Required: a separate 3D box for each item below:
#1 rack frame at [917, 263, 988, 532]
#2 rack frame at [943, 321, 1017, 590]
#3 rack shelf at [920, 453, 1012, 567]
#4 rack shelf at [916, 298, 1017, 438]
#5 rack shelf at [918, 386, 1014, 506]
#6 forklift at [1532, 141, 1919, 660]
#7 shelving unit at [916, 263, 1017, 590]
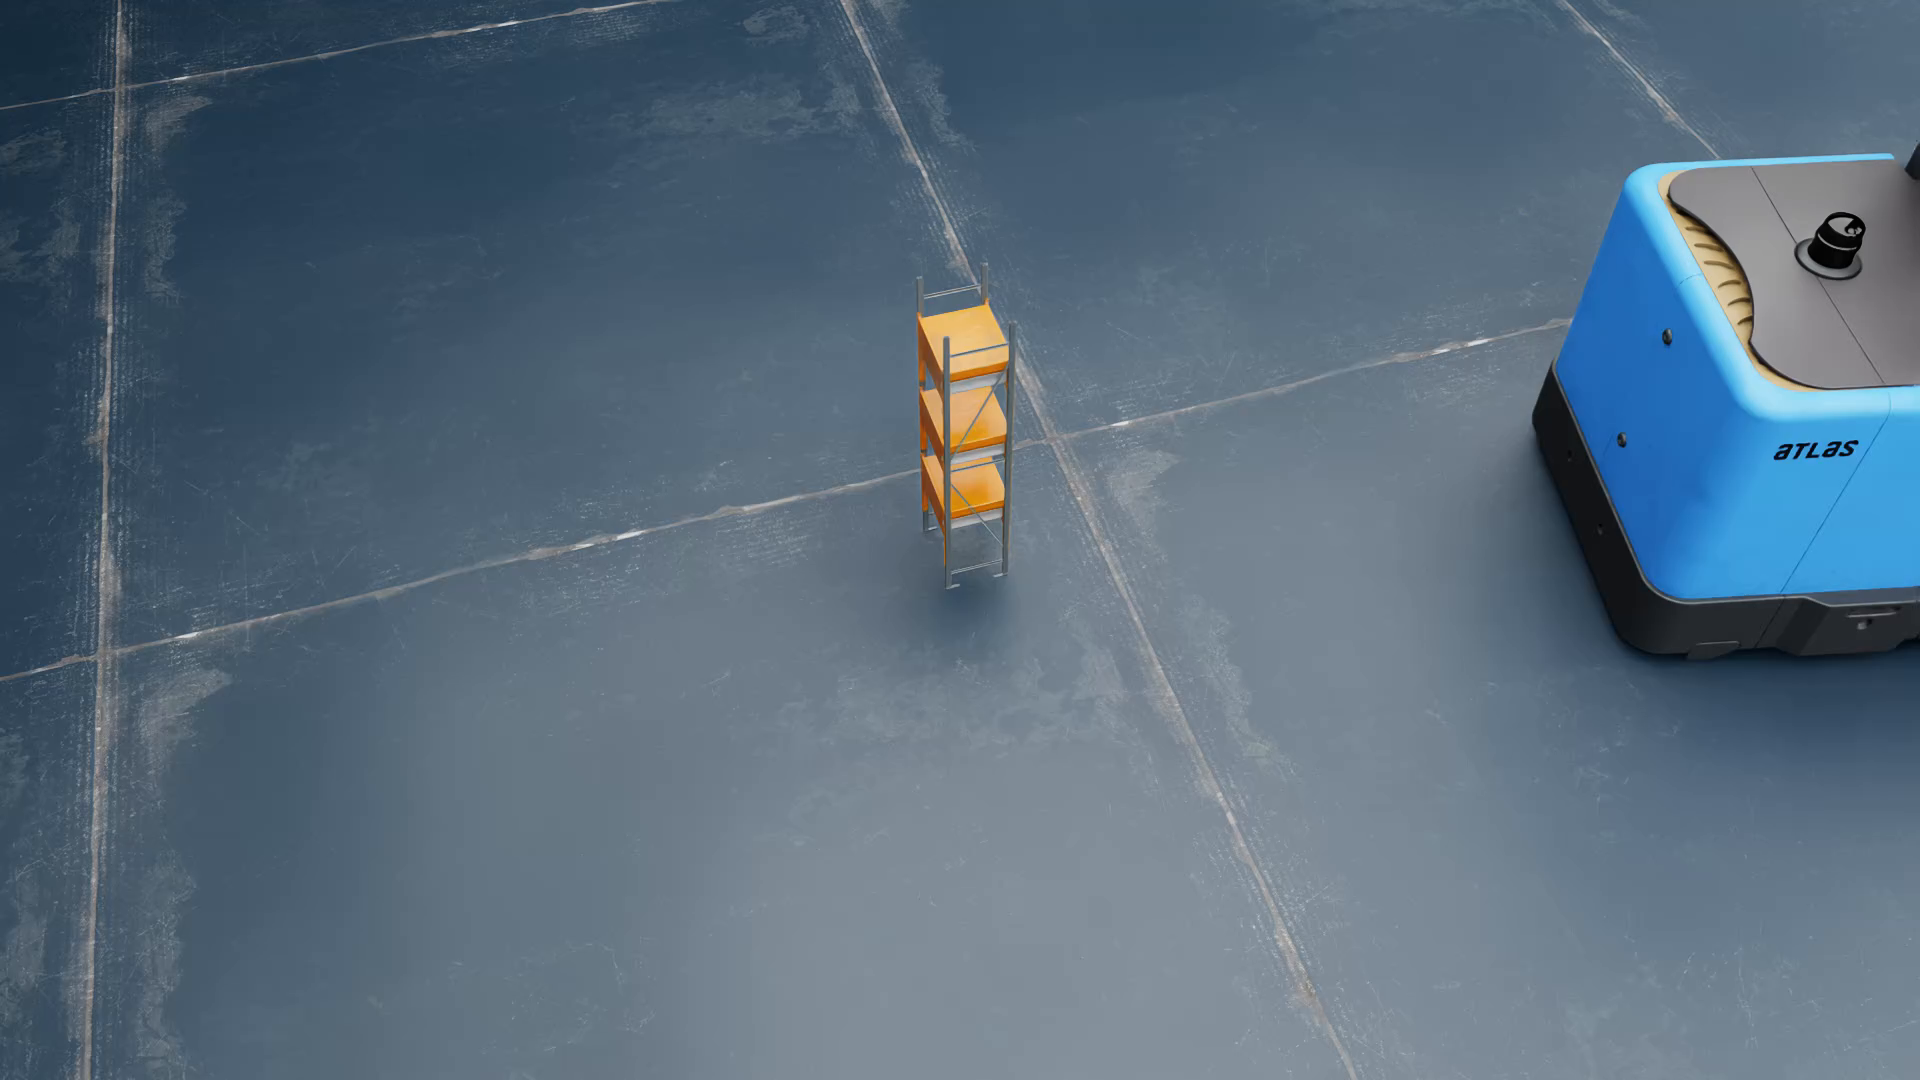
[{"bbox_3d":[-0.020,-0.388,4.891,0.200,1.050,0.008,-13,51,-11],"label":"rack frame"},{"bbox_3d":[0.052,-0.210,4.741,0.200,1.050,0.008,-13,51,-11],"label":"rack frame"},{"bbox_3d":[0.016,-0.113,5.036,0.215,0.259,0.240,-13,51,-11],"label":"rack shelf"},{"bbox_3d":[0.016,-0.475,4.607,0.215,0.259,0.240,-13,51,-11],"label":"rack shelf"},{"bbox_3d":[0.016,-0.292,4.824,0.215,0.259,0.240,-13,51,-11],"label":"rack shelf"},{"bbox_3d":[3.428,-1.043,4.212,3.031,2.935,1.130,-3,50,-3],"label":"forklift"},{"bbox_3d":[0.016,-0.299,4.816,0.215,1.050,0.252,-13,51,-11],"label":"shelving unit"}]
